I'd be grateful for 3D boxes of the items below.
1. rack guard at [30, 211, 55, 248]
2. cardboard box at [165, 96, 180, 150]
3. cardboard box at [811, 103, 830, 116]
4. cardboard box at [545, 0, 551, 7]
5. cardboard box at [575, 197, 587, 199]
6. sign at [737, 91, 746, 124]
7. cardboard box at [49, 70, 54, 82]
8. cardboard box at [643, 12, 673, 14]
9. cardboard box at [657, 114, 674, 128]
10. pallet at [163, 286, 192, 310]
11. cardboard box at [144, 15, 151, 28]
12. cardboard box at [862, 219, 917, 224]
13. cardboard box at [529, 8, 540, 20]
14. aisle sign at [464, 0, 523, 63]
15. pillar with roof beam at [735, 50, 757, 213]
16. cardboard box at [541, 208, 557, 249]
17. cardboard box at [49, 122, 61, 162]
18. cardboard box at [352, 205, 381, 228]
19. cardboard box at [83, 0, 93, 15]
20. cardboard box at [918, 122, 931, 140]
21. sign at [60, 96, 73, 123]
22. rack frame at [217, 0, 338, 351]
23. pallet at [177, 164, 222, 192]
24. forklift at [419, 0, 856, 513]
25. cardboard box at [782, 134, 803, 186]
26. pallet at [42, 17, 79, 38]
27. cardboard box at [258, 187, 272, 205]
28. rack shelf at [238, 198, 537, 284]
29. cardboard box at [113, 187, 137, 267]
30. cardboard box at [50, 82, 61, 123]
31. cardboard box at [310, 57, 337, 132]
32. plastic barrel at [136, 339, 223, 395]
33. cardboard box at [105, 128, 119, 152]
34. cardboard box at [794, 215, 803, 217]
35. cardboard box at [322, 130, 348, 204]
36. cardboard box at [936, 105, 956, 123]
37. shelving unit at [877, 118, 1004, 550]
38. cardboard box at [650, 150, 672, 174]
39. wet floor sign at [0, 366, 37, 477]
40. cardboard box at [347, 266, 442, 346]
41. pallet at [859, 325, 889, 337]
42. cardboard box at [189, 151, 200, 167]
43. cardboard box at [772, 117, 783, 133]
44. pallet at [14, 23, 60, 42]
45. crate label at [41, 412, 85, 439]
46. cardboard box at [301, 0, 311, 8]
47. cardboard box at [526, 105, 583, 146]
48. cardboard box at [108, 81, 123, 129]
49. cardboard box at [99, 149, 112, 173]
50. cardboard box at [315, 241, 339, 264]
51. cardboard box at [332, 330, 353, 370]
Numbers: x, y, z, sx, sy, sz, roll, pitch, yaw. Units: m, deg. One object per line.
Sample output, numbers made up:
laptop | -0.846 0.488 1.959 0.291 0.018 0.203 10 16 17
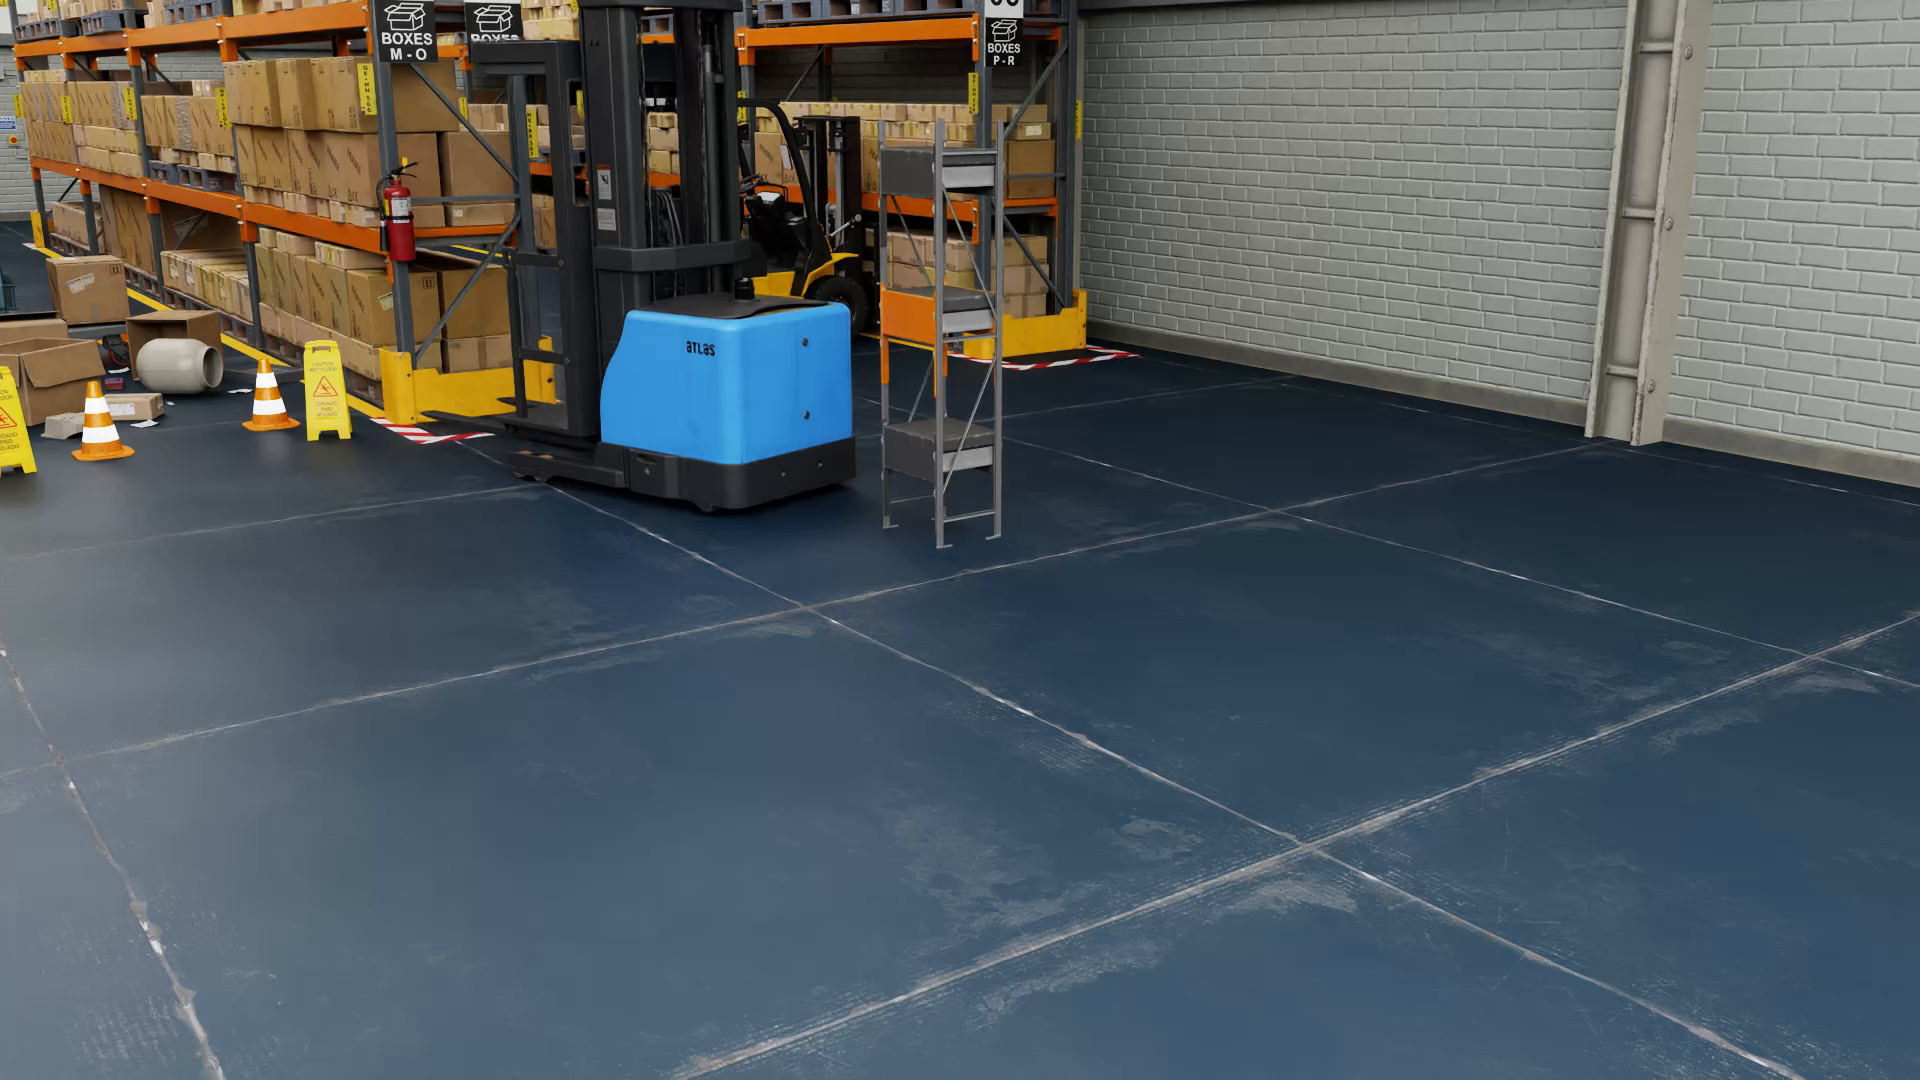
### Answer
rack guard | -12.871 -4.561 24.294 1.175 0.500 0.348 -11 19 -35
cardboard box | -7.446 -4.093 16.301 0.500 0.500 0.500 -10 18 -34
cardboard box | -1.214 -4.144 16.053 0.380 0.149 0.250 -11 19 -35
cardboard box | -4.964 -6.745 20.821 0.380 0.149 0.250 -11 19 -35
cardboard box | -4.941 -4.317 21.379 0.380 0.149 0.250 -12 19 -36
sign | -2.222 -4.405 16.944 0.100 0.325 0.005 -11 19 -35
cardboard box | -11.644 -6.050 21.687 0.380 0.149 0.250 -11 19 -36
cardboard box | -3.534 -6.286 19.004 0.700 0.500 0.500 -11 19 -36
cardboard box | -3.163 -4.683 18.586 0.380 0.149 0.250 -11 19 -36
pallet | -7.695 -2.541 17.462 1.003 0.211 1.213 -11 19 -35
cardboard box | -8.106 -5.285 16.999 0.380 0.149 0.250 -11 19 -35
cardboard box | -0.746 -3.038 16.514 0.500 0.250 0.500 -11 19 -34
cardboard box | -5.279 -6.709 21.252 0.380 0.149 0.250 -10 18 -33
aisle sign | -3.162 -3.634 11.247 0.394 0.787 0.004 -11 19 -35
pillar with roof beam | -6.127 -6.912 16.783 9.100 9.000 0.400 -11 19 -35
cardboard box | -5.159 -4.098 21.808 0.500 0.500 0.500 -10 18 -32
cardboard box | -11.599 -5.229 21.811 0.500 0.500 0.500 -11 19 -35
cardboard box | -4.081 -2.308 11.801 0.380 0.149 0.250 -11 19 -35
cardboard box | -9.424 -6.082 18.450 0.500 0.500 0.500 -11 19 -34
cardboard box | -0.145 -3.623 14.713 0.380 0.149 0.250 -10 18 -34
sign | -10.953 -5.277 20.384 0.100 0.325 0.005 -11 19 -35
rack frame | -5.802 -3.199 14.583 1.000 3.000 0.127 -11 19 -35
pallet | -6.956 -3.545 16.208 1.003 0.211 1.213 -11 19 -35
forklift | -2.085 -1.851 9.788 3.031 2.935 1.130 11 19 36
cardboard box | -1.419 -3.775 16.497 0.500 0.500 0.500 -10 18 -34
pallet | -10.978 -6.488 21.085 1.003 0.211 1.213 -11 19 -35
cardboard box | -5.685 -2.915 14.021 0.380 0.149 0.250 -10 18 -33
rack shelf | -4.626 -2.425 13.118 1.077 0.370 4.000 -11 19 -35
cardboard box | -9.539 -3.774 19.911 0.875 0.875 0.875 -10 18 -33
cardboard box | -11.298 -5.606 21.292 0.500 0.500 0.500 -11 19 -35
cardboard box | -4.218 -3.204 11.952 0.700 0.500 0.500 -11 19 -34
plastic barrel | -5.889 -1.309 12.556 0.512 0.421 0.421 1 15 4
cardboard box | -9.266 -4.501 18.678 0.500 0.250 0.500 -11 19 -36
cardboard box | -1.758 -3.177 17.022 0.500 0.250 0.500 -11 19 -35
cardboard box | -4.282 -2.718 12.071 0.500 0.500 0.500 -11 19 -34
cardboard box | 0.012 -3.713 14.477 0.380 0.149 0.250 -11 19 -34
shelving unit | -0.097 -1.048 8.428 0.431 2.100 0.503 -11 19 -35
cardboard box | -3.174 -4.292 18.858 0.500 0.250 0.500 -10 18 -33
wet floor sign | -5.776 -0.721 9.988 0.232 0.644 0.267 14 21 42
cardboard box | -4.132 -1.714 12.148 0.500 0.500 0.500 -11 19 -34
pallet | -0.634 -2.189 16.173 1.003 0.211 1.213 -11 19 -35
cardboard box | -7.202 -3.684 16.035 0.380 0.149 0.250 -10 18 -33
cardboard box | -1.661 -4.168 16.703 0.380 0.149 0.250 -10 18 -33
pallet | -12.413 -7.009 22.989 1.003 0.211 1.213 -11 19 -35
crate label | -5.956 -0.769 11.128 0.298 0.136 0.250 7 17 23
cardboard box | -4.616 -3.981 12.235 0.380 0.149 0.250 -11 19 -36
cardboard box | -5.250 -5.397 21.622 0.797 0.503 0.637 -11 19 -36
cardboard box | -8.977 -4.762 18.210 0.500 0.500 0.500 -10 18 -34
cardboard box | -9.580 -4.370 19.145 0.500 0.250 0.500 -11 19 -35
cardboard box | -4.701 -2.205 12.716 0.380 0.149 0.250 -10 18 -32
cardboard box | -4.441 -1.464 12.657 0.500 0.250 0.500 -11 19 -34
